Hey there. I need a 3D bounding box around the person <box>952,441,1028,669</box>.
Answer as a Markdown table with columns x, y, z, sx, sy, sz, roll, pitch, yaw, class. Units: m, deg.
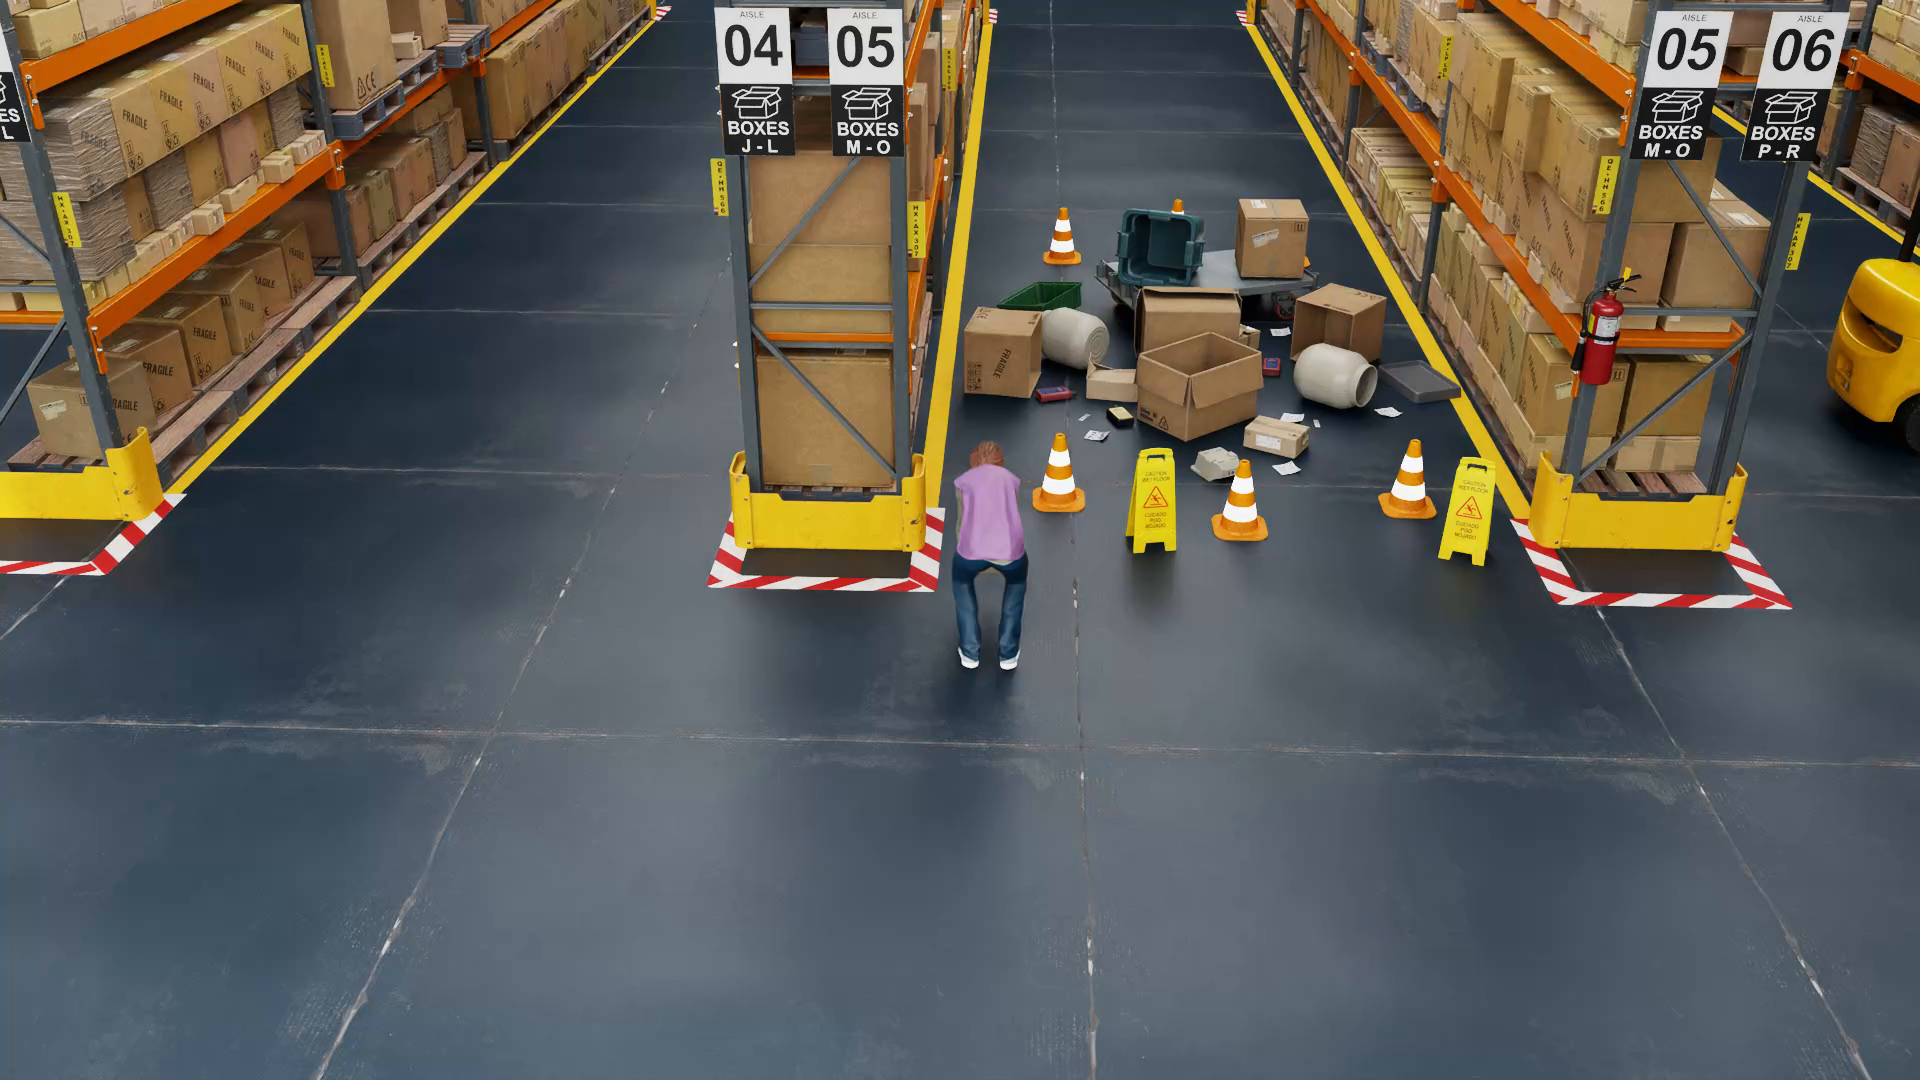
| x | y | z | sx | sy | sz | roll | pitch | yaw | class |
| --- | --- | --- | --- | --- | --- | --- | --- | --- | --- |
| 0.159 | 0.096 | 9.005 | 0.408 | 1.078 | 0.850 | 0 | 28 | 0 | person |
